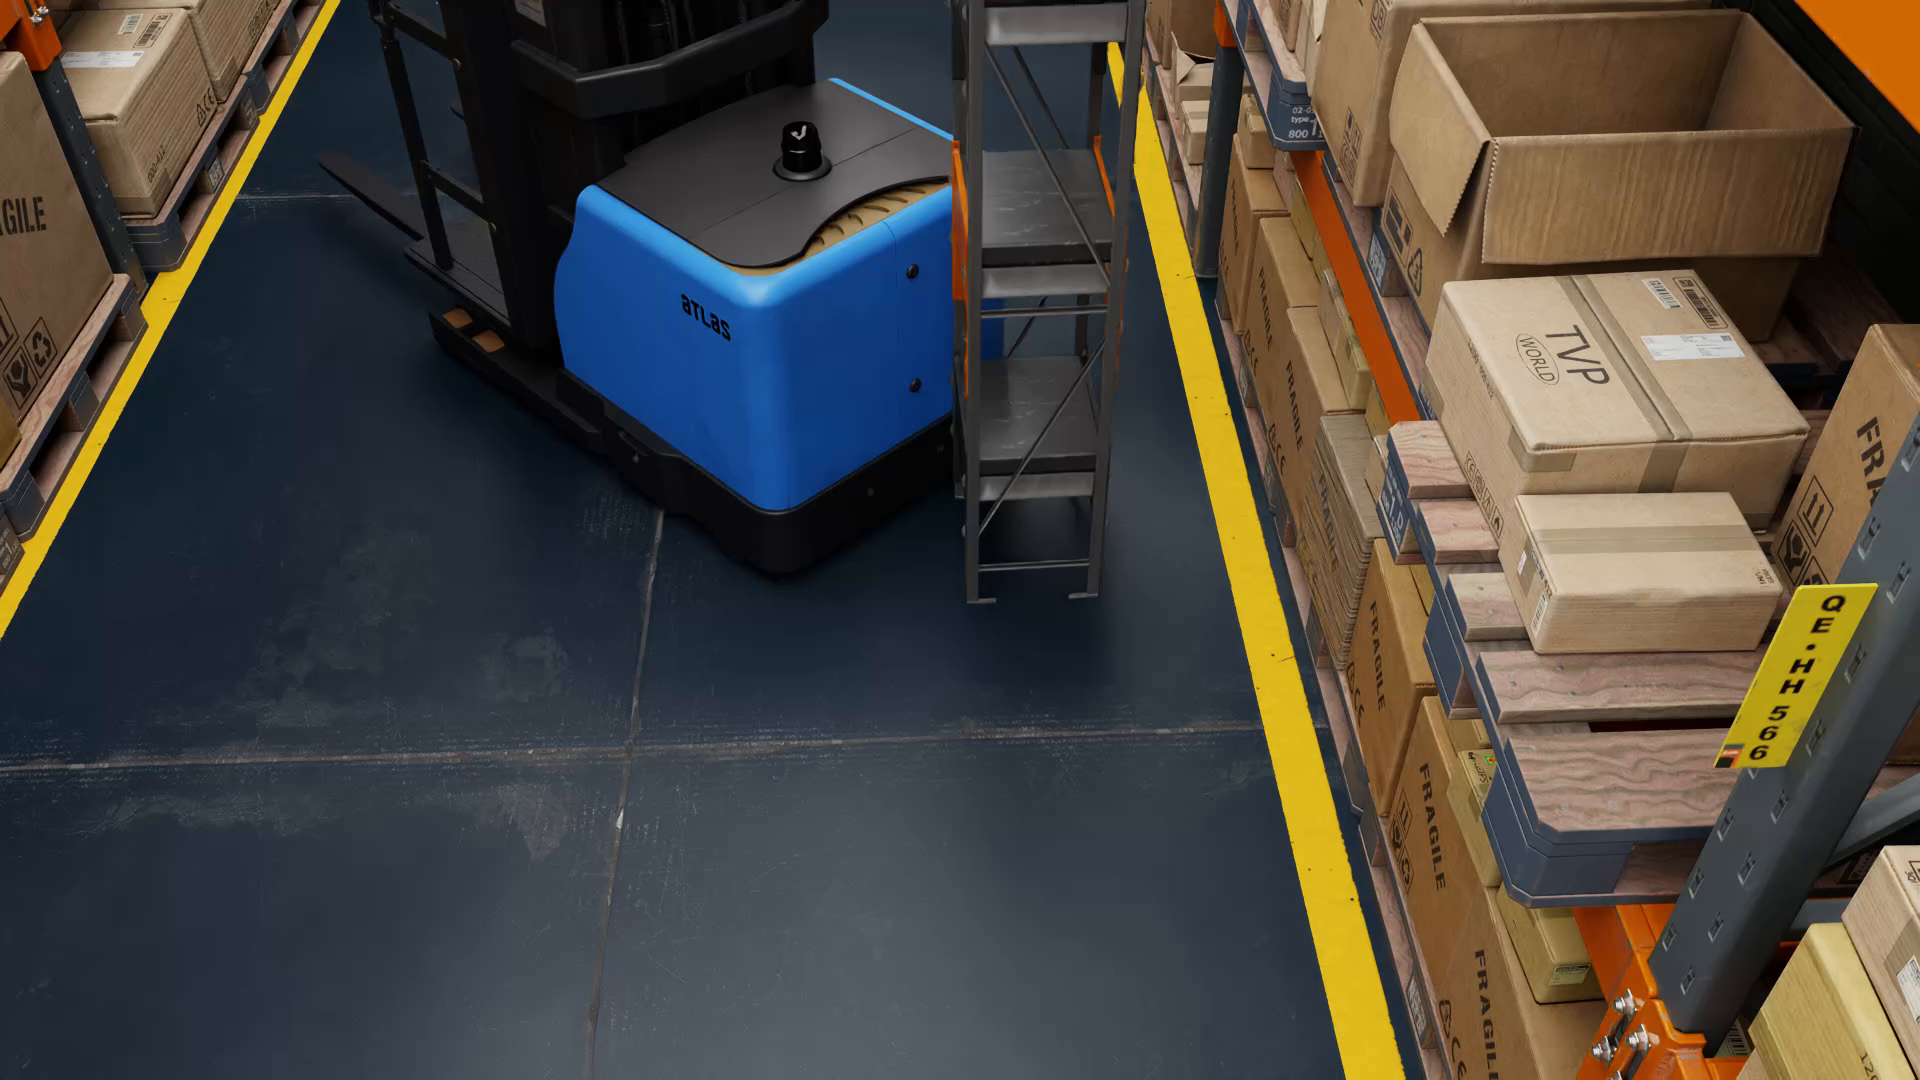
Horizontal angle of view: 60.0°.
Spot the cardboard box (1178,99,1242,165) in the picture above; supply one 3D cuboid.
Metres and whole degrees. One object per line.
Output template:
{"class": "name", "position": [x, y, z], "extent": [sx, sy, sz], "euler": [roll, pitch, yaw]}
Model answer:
{"class": "cardboard box", "position": [1.079, -1.623, 6.600], "extent": [0.380, 0.149, 0.250], "euler": [-3, 43, -3]}

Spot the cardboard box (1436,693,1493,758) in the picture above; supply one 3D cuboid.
{"class": "cardboard box", "position": [1.282, 0.388, 3.666], "extent": [0.380, 0.149, 0.250], "euler": [-3, 43, -3]}

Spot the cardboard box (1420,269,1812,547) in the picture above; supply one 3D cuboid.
{"class": "cardboard box", "position": [1.198, -0.254, 3.107], "extent": [0.500, 0.250, 0.500], "euler": [-3, 43, -4]}

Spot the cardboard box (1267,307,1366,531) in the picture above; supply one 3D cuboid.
{"class": "cardboard box", "position": [1.241, -0.356, 4.957], "extent": [0.500, 0.500, 0.500], "euler": [-3, 43, -3]}

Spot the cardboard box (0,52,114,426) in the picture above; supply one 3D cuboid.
{"class": "cardboard box", "position": [-3.457, -0.962, 5.341], "extent": [0.875, 0.875, 0.875], "euler": [0, 43, 0]}

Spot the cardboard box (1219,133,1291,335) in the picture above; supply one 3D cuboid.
{"class": "cardboard box", "position": [1.192, -1.052, 5.717], "extent": [0.500, 0.500, 0.500], "euler": [0, 43, 0]}

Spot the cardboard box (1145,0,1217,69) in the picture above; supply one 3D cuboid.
{"class": "cardboard box", "position": [1.199, -2.391, 7.177], "extent": [0.700, 0.500, 0.500], "euler": [-3, 43, -3]}

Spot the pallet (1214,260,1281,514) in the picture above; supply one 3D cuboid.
{"class": "pallet", "position": [1.469, -0.576, 5.722], "extent": [1.003, 0.211, 1.213], "euler": [-2, 43, -2]}

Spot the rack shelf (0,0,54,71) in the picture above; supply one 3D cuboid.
{"class": "rack shelf", "position": [-3.478, -0.391, 3.989], "extent": [1.077, 0.370, 4.000], "euler": [-2, 43, -2]}

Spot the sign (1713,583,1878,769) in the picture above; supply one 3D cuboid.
{"class": "sign", "position": [1.024, 0.173, 2.043], "extent": [0.100, 0.325, 0.005], "euler": [-2, 43, -2]}

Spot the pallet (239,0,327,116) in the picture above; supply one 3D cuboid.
{"class": "pallet", "position": [-3.572, -2.320, 7.625], "extent": [1.003, 0.211, 1.213], "euler": [-2, 43, -2]}

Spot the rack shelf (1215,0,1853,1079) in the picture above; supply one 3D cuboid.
{"class": "rack shelf", "position": [1.481, -0.536, 4.147], "extent": [1.077, 0.370, 4.000], "euler": [-2, 43, -2]}

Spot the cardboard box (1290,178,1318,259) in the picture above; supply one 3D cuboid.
{"class": "cardboard box", "position": [1.257, -1.017, 5.198], "extent": [0.380, 0.149, 0.250], "euler": [-4, 43, -4]}

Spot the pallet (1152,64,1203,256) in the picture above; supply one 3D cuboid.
{"class": "pallet", "position": [1.368, -1.587, 6.826], "extent": [1.003, 0.211, 1.213], "euler": [-2, 43, -2]}

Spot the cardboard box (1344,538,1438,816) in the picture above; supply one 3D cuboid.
{"class": "cardboard box", "position": [1.298, 0.345, 4.193], "extent": [0.500, 0.500, 0.500], "euler": [0, 43, 0]}

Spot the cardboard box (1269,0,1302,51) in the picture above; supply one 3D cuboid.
{"class": "cardboard box", "position": [1.215, -1.661, 4.457], "extent": [0.700, 0.500, 0.500], "euler": [-1, 43, -1]}

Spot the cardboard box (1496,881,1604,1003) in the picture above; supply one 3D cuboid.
{"class": "cardboard box", "position": [1.292, 0.750, 3.271], "extent": [0.380, 0.149, 0.250], "euler": [-4, 43, -4]}

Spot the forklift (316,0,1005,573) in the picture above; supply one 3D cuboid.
{"class": "forklift", "position": [-1.242, -1.870, 5.121], "extent": [3.031, 2.935, 1.130], "euler": [34, 52, 31]}

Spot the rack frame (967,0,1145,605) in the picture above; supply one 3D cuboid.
{"class": "rack frame", "position": [0.220, -0.592, 4.341], "extent": [0.400, 2.100, 0.015], "euler": [-3, 43, -3]}

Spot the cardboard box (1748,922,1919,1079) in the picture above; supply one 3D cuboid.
{"class": "cardboard box", "position": [1.316, 0.727, 1.978], "extent": [0.500, 0.250, 0.500], "euler": [-2, 43, -2]}

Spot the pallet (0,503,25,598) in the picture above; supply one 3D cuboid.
{"class": "pallet", "position": [-3.400, 0.366, 4.695], "extent": [1.003, 0.211, 1.213], "euler": [-2, 43, -2]}

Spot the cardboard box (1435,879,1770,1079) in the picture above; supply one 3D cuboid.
{"class": "cardboard box", "position": [1.333, 1.036, 3.439], "extent": [0.500, 0.500, 0.500], "euler": [-1, 43, -1]}

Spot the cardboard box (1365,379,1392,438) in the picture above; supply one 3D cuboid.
{"class": "cardboard box", "position": [1.304, -0.313, 4.431], "extent": [0.380, 0.149, 0.250], "euler": [-1, 43, -2]}

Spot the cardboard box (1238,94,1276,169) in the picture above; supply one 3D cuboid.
{"class": "cardboard box", "position": [1.146, -1.374, 5.588], "extent": [0.380, 0.149, 0.250], "euler": [0, 43, 0]}

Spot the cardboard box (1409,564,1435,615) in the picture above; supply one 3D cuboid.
{"class": "cardboard box", "position": [1.305, 0.040, 4.046], "extent": [0.380, 0.149, 0.250], "euler": [-2, 43, -2]}

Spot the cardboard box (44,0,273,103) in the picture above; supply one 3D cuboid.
{"class": "cardboard box", "position": [-3.521, -2.248, 7.068], "extent": [0.875, 0.438, 0.875], "euler": [-3, 43, -3]}

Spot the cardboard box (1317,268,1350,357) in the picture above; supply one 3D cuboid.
{"class": "cardboard box", "position": [1.256, -0.662, 4.811], "extent": [0.380, 0.149, 0.250], "euler": [-2, 43, -2]}

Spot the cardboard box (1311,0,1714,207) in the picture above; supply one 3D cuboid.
{"class": "cardboard box", "position": [1.249, -1.131, 3.879], "extent": [0.700, 0.500, 0.500], "euler": [-2, 43, -2]}

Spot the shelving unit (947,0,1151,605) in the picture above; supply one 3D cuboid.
{"class": "shelving unit", "position": [0.201, -0.756, 4.521], "extent": [0.431, 2.100, 0.503], "euler": [-3, 43, -3]}

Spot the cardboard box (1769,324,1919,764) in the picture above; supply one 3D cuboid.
{"class": "cardboard box", "position": [1.700, 0.005, 2.640], "extent": [0.500, 0.500, 0.500], "euler": [0, 43, 0]}

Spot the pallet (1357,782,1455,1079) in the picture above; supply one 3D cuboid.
{"class": "pallet", "position": [1.572, 1.072, 3.925], "extent": [1.003, 0.211, 1.213], "euler": [-2, 43, -2]}

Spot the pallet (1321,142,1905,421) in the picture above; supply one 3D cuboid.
{"class": "pallet", "position": [1.479, -0.693, 3.928], "extent": [1.003, 0.211, 1.213], "euler": [-2, 43, -2]}

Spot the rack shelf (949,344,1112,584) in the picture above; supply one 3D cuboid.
{"class": "rack shelf", "position": [0.201, -0.230, 5.003], "extent": [0.431, 0.518, 0.480], "euler": [-3, 43, -3]}

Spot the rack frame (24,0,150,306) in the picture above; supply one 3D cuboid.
{"class": "rack frame", "position": [-3.563, -2.007, 5.219], "extent": [1.000, 3.000, 0.127], "euler": [-2, 43, -2]}
